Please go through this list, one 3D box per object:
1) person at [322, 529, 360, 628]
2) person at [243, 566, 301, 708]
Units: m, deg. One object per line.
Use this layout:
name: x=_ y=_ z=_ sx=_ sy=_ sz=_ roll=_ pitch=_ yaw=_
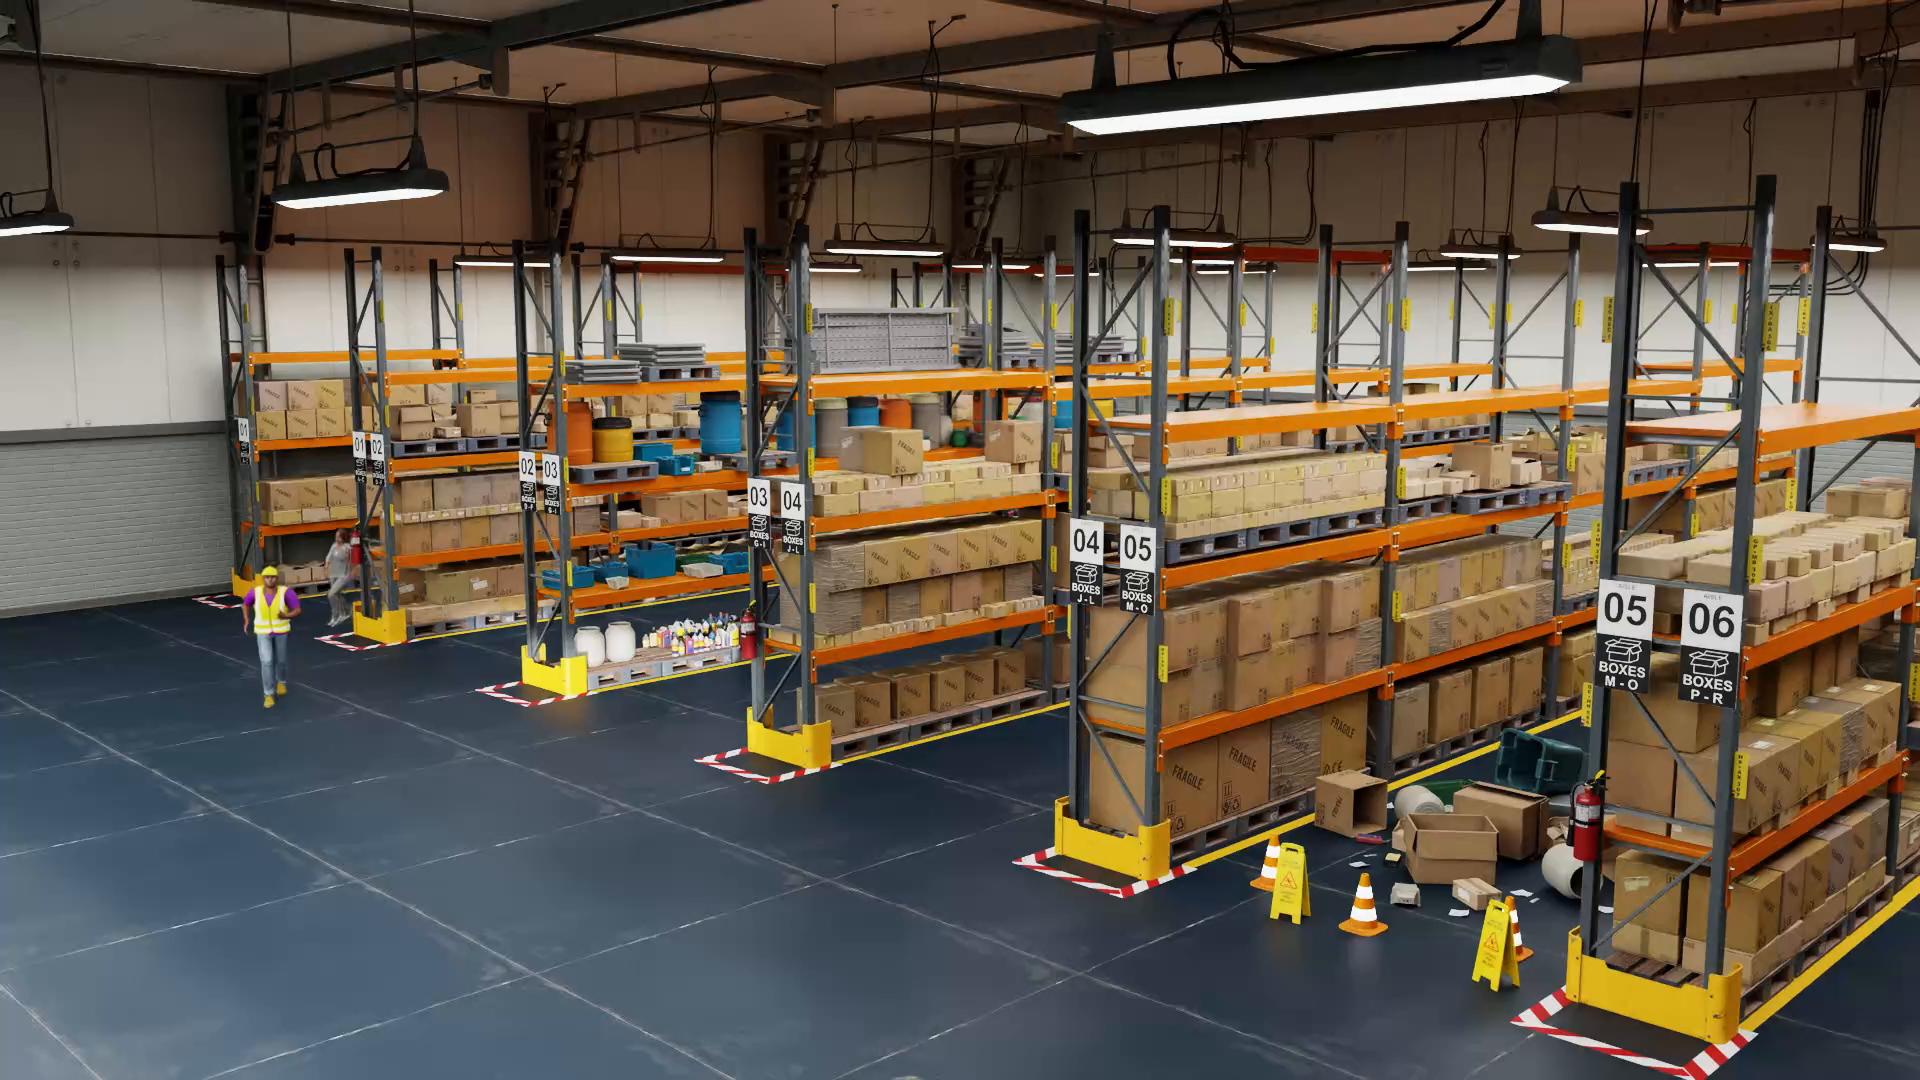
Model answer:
person: x=-9.955 y=0.609 z=26.772 sx=0.601 sy=1.587 sz=0.615 roll=4 pitch=9 yaw=26
person: x=-8.926 y=1.212 z=21.612 sx=0.707 sy=1.776 sz=0.896 roll=-3 pitch=9 yaw=-22
